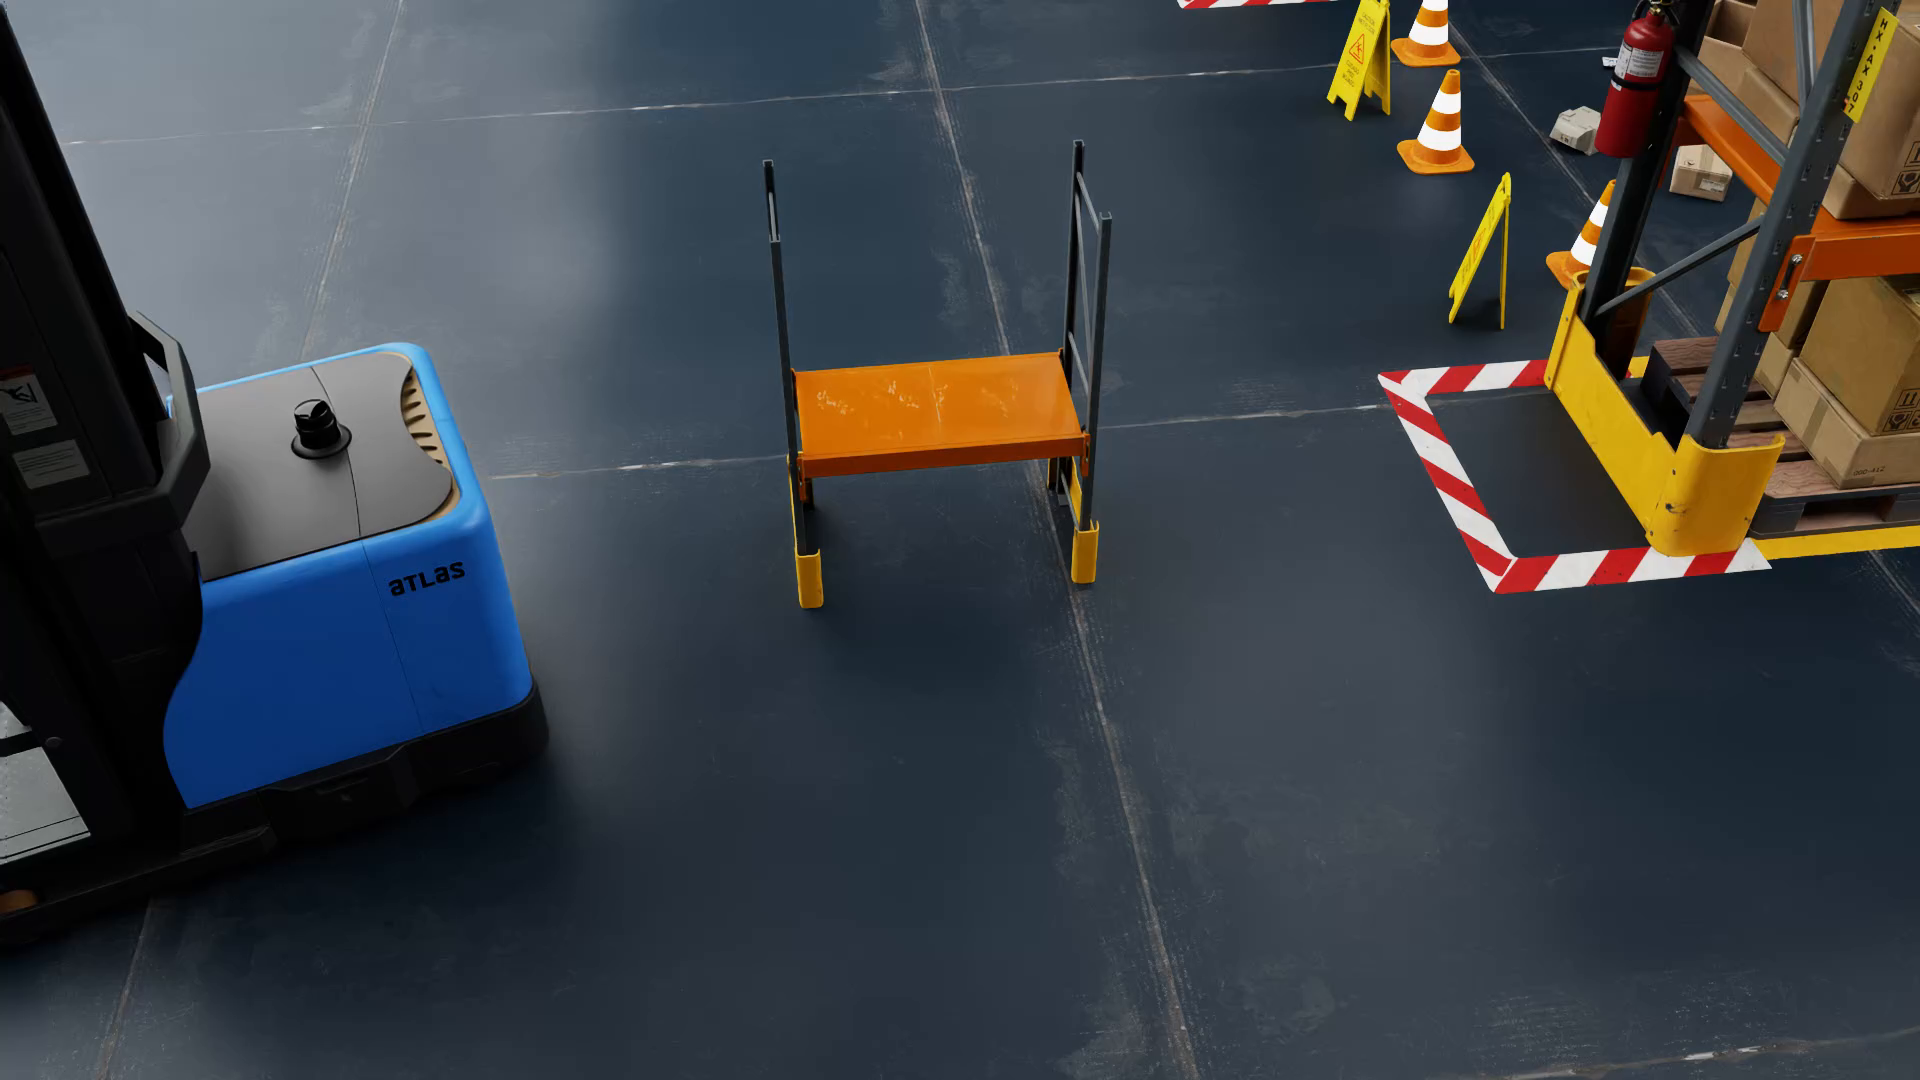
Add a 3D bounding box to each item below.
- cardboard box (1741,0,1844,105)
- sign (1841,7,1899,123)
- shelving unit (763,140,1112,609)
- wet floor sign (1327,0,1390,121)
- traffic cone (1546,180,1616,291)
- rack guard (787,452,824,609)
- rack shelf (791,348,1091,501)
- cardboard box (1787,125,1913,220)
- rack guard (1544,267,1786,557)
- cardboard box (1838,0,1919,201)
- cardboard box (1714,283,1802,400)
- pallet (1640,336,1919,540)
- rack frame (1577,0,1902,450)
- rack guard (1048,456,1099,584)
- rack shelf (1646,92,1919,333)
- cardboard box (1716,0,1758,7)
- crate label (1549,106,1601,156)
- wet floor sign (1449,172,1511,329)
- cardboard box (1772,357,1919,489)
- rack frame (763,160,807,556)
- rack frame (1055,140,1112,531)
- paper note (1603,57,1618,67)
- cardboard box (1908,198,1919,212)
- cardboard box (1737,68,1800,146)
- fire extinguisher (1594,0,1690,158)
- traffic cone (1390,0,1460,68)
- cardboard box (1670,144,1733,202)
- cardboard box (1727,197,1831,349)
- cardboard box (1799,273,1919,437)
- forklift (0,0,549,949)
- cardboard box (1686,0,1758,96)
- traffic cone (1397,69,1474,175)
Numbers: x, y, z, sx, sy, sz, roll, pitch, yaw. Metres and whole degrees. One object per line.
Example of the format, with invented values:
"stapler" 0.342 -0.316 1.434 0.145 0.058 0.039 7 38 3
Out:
"cardboard box" 3.121 -1.820 5.731 0.500 0.500 0.500 -6 42 -6
"sign" 2.689 -1.403 4.920 0.005 0.325 0.100 -5 42 -6
"shelving unit" -0.076 -0.550 5.740 1.083 1.500 0.587 -5 42 -6
"wet floor sign" 2.105 -2.529 8.572 0.232 0.644 0.267 -12 43 -13
"traffic cone" 2.878 -1.394 7.450 0.334 0.463 0.336 -5 42 -6
"rack guard" -0.569 -0.043 6.111 0.087 0.250 0.587 -5 42 -6
"rack shelf" -0.085 -0.416 5.860 1.000 0.185 0.538 -5 42 -6
"cardboard box" 2.983 -1.241 5.574 0.250 0.149 0.380 -5 42 -5
"rack guard" 2.694 -0.521 6.454 0.348 0.500 1.175 -5 42 -6
"cardboard box" 3.125 -1.447 5.318 0.500 0.500 0.500 -6 42 -6
"cardboard box" 3.409 -0.828 6.668 0.500 0.250 0.500 -5 42 -6
"pallet" 3.504 -0.460 6.603 1.213 0.211 1.003 -5 42 -6
"rack frame" 2.619 -1.442 5.609 0.127 3.000 1.000 -5 42 -6
"rack guard" 0.418 -0.129 6.207 0.087 0.250 0.587 -5 42 -6
"rack shelf" 4.602 -1.349 6.043 4.000 0.370 1.077 -5 42 -6
"cardboard box" 4.437 -3.325 9.561 0.500 0.500 0.500 2 42 2
"crate label" 3.169 -2.090 8.465 0.298 0.136 0.250 -27 49 -27
"wet floor sign" 2.292 -1.262 7.167 0.232 0.644 0.267 8 43 9
"cardboard box" 3.455 -0.463 6.264 0.500 0.250 0.500 -5 42 -6
"rack frame" -0.589 -0.505 5.691 0.032 1.500 0.500 -5 42 -6
"rack frame" 0.419 -0.594 5.788 0.032 1.500 0.500 -5 42 -6
"paper note" 3.611 -2.623 9.136 0.142 0.017 0.144 8 43 9
"cardboard box" 3.231 -1.272 5.609 0.250 0.149 0.380 -4 42 -5
"cardboard box" 2.962 -1.523 5.887 0.250 0.149 0.380 -4 42 -4
"fire extinguisher" 2.446 -1.710 5.963 0.183 0.674 0.296 -5 42 -6
"traffic cone" 2.588 -2.882 9.099 0.334 0.463 0.336 -5 42 -6
"cardboard box" 3.656 -1.839 8.178 0.250 0.149 0.380 16 44 17
"cardboard box" 3.380 -1.098 6.408 0.500 0.500 0.500 -5 42 -5
"cardboard box" 3.478 -0.744 6.015 0.500 0.500 0.500 -6 42 -7
"forklift" -2.902 -0.245 4.333 3.031 2.935 1.130 -17 45 -18
"cardboard box" 4.032 -2.349 8.479 0.797 0.503 0.637 32 51 30
"traffic cone" 2.397 -2.102 8.235 0.334 0.463 0.336 -5 42 -6
